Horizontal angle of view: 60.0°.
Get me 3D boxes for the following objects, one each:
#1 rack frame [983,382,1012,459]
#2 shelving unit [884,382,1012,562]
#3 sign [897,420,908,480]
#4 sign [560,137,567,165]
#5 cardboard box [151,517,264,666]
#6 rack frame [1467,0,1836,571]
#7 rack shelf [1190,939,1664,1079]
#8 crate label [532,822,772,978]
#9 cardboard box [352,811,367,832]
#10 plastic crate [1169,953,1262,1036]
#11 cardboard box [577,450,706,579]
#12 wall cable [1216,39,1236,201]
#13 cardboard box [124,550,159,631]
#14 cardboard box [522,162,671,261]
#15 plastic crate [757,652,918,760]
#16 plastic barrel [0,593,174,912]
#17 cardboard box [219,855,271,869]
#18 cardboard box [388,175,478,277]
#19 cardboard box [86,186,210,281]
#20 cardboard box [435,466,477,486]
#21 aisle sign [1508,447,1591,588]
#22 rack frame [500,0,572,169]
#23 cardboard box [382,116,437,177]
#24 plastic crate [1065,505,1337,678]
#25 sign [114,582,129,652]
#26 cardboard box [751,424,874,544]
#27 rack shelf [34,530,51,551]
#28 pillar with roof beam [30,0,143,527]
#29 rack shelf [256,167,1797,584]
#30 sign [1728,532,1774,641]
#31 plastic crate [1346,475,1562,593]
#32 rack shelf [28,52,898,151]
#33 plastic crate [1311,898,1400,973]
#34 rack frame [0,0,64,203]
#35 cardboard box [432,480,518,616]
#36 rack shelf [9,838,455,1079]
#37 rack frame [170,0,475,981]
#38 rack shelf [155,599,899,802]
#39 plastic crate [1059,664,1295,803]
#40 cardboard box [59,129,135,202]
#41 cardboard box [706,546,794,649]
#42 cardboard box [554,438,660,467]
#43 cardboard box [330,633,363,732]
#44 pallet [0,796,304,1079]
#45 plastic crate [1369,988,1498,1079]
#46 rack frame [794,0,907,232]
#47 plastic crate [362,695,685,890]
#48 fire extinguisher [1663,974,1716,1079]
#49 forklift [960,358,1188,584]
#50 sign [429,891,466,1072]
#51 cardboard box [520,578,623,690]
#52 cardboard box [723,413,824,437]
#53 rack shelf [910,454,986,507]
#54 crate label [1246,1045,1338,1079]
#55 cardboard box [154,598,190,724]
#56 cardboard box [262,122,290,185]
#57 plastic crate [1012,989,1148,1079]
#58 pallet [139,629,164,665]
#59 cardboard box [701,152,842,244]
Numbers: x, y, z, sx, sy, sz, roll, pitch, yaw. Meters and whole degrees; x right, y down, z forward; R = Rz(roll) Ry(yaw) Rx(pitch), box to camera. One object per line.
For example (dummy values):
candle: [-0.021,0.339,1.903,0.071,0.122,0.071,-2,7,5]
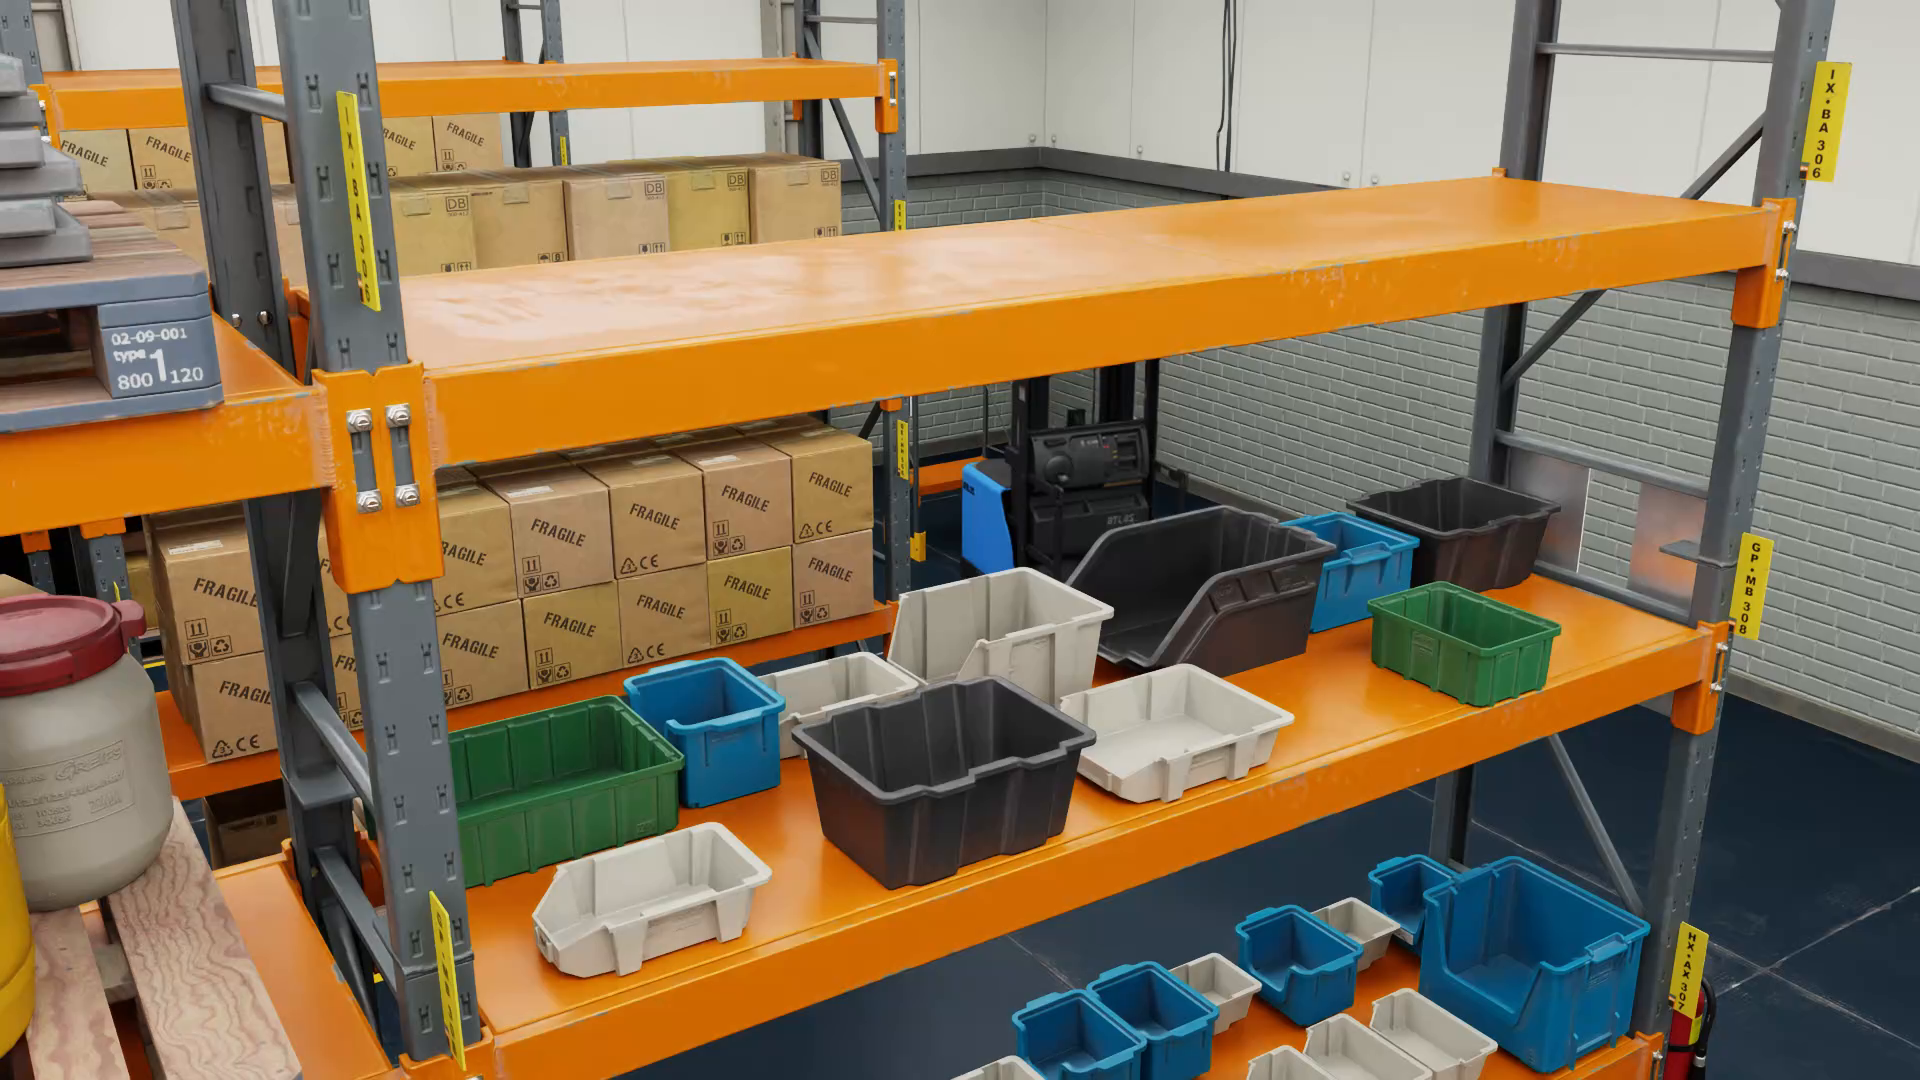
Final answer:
rack frame: [0.353,-0.785,14.725,0.032,1.500,0.500,-12,22,-31]
shelving unit: [-0.064,-0.697,14.465,1.083,1.500,0.587,-12,22,-31]
sign: [-0.318,-0.501,9.241,0.005,0.325,0.100,-12,22,-31]
sign: [-3.047,-2.934,12.798,0.005,0.325,0.100,-12,22,-31]
cardboard box: [-3.399,0.221,7.690,0.500,0.500,0.500,-11,22,-30]
rack frame: [2.114,-1.471,5.045,0.127,3.000,1.000,-12,22,-31]
rack shelf: [0.444,2.064,5.079,4.000,0.370,1.077,-12,22,-31]
crate label: [-0.659,0.771,3.510,0.466,0.136,0.293,-12,22,-31]
cardboard box: [-3.347,1.634,8.993,0.250,0.149,0.380,-12,22,-31]
plastic crate: [0.847,1.577,5.715,0.298,0.136,0.250,-12,22,-31]
cardboard box: [-1.679,-0.142,8.764,0.500,0.500,0.500,-11,22,-30]
wall cable: [1.586,-3.551,16.045,0.112,2.526,3.097,-12,22,-31]
cardboard box: [-5.994,0.307,12.402,0.500,0.500,0.700,-12,22,-31]
cardboard box: [-1.850,-1.620,8.451,0.500,0.500,0.700,-12,22,-31]
plastic crate: [-0.373,0.454,4.447,0.466,0.136,0.293,-12,22,-31]
plastic barrel: [-1.804,0.417,3.276,0.433,0.535,0.433,0,19,0]
cardboard box: [-3.478,1.799,8.250,0.500,0.311,0.500,-12,22,-31]
cardboard box: [-2.653,-1.428,7.884,0.500,0.500,0.700,-12,22,-31]
cardboard box: [-3.562,-1.288,7.470,0.500,0.500,0.700,-12,22,-31]
cardboard box: [-2.820,-0.109,8.666,0.500,0.500,0.500,-12,22,-31]
aisle sign: [2.011,0.047,5.862,0.004,0.787,0.394,-12,22,-31]
rack frame: [-3.334,-4.121,12.883,0.127,3.000,1.000,-12,22,-31]
cardboard box: [-4.219,-2.943,12.335,0.500,0.500,0.500,-11,22,-30]
plastic crate: [0.687,0.175,4.957,0.767,0.338,0.504,-12,22,-31]
sign: [-3.639,0.349,7.220,0.005,0.325,0.100,-12,22,-31]
cardboard box: [-0.827,-0.324,9.301,0.500,0.500,0.500,-12,22,-32]
rack shelf: [-5.005,-0.586,12.917,4.000,0.370,1.077,-12,22,-31]
pillar with roof beam: [-4.198,-2.620,8.442,0.400,9.000,9.100,-12,22,-31]
rack shelf: [0.444,-0.588,4.182,4.000,0.370,1.077,-12,22,-31]
sign: [2.430,0.144,5.115,0.005,0.325,0.100,-12,22,-31]
plastic crate: [1.640,0.005,5.566,0.590,0.269,0.497,-12,22,-31]
rack shelf: [-2.277,-2.102,8.040,4.000,0.370,1.077,-12,22,-31]
plastic crate: [1.414,1.457,6.069,0.298,0.136,0.250,-12,22,-31]
rack frame: [-3.947,-2.092,6.882,0.127,3.000,1.000,-12,22,-31]
cardboard box: [-2.539,0.040,8.226,0.500,0.500,0.500,-13,22,-33]
rack shelf: [-2.897,1.348,2.515,4.000,0.370,1.077,-12,22,-31]
rack frame: [-1.226,-0.766,2.961,0.127,3.000,1.000,-12,22,-31]
rack shelf: [-2.277,0.739,9.000,4.000,0.370,1.077,-12,22,-31]
plastic crate: [0.525,0.505,4.295,0.530,0.136,0.437,-12,22,-31]
cardboard box: [-5.925,-2.576,11.250,0.500,0.500,0.500,-12,22,-32]
cardboard box: [-1.262,0.242,9.189,0.500,0.500,0.500,-12,22,-31]
cardboard box: [-1.975,-0.287,9.193,0.500,0.500,0.500,-12,22,-31]
cardboard box: [-2.946,0.595,8.146,0.500,0.500,0.500,-11,22,-30]
pallet: [-1.827,0.908,2.986,1.003,0.211,1.213,-12,22,-31]
plastic crate: [1.533,1.660,5.470,0.243,0.136,0.396,-12,22,-31]
rack frame: [-0.607,-2.797,8.966,0.127,3.000,1.000,-12,22,-31]
plastic crate: [-1.039,0.599,3.935,0.662,0.188,0.450,-12,22,-31]
fire extinguisher: [2.490,1.679,5.797,0.183,0.674,0.296,-12,22,-31]
forklift: [1.041,-0.609,11.970,1.130,2.935,3.031,-8,20,-22]
sign: [-0.925,0.798,3.004,0.005,0.325,0.100,-12,22,-31]
cardboard box: [-2.103,0.417,8.671,0.500,0.500,0.500,-12,22,-32]
cardboard box: [-1.122,-0.468,9.728,0.500,0.500,0.500,-11,22,-30]
rack shelf: [-0.071,-0.525,14.518,1.000,0.185,0.538,-12,22,-31]
crate label: [1.064,1.762,5.166,0.243,0.136,0.396,-12,22,-31]
cardboard box: [-3.671,0.546,8.290,0.500,0.500,0.500,-11,22,-31]
cardboard box: [-5.090,-2.757,11.784,0.500,0.500,0.500,-12,22,-31]
plastic crate: [0.377,1.662,5.313,0.300,0.233,0.416,-12,22,-31]
pallet: [-5.997,0.634,12.541,1.213,0.211,1.003,-12,22,-31]
cardboard box: [-1.027,-1.802,8.990,0.500,0.500,0.700,-12,22,-31]
